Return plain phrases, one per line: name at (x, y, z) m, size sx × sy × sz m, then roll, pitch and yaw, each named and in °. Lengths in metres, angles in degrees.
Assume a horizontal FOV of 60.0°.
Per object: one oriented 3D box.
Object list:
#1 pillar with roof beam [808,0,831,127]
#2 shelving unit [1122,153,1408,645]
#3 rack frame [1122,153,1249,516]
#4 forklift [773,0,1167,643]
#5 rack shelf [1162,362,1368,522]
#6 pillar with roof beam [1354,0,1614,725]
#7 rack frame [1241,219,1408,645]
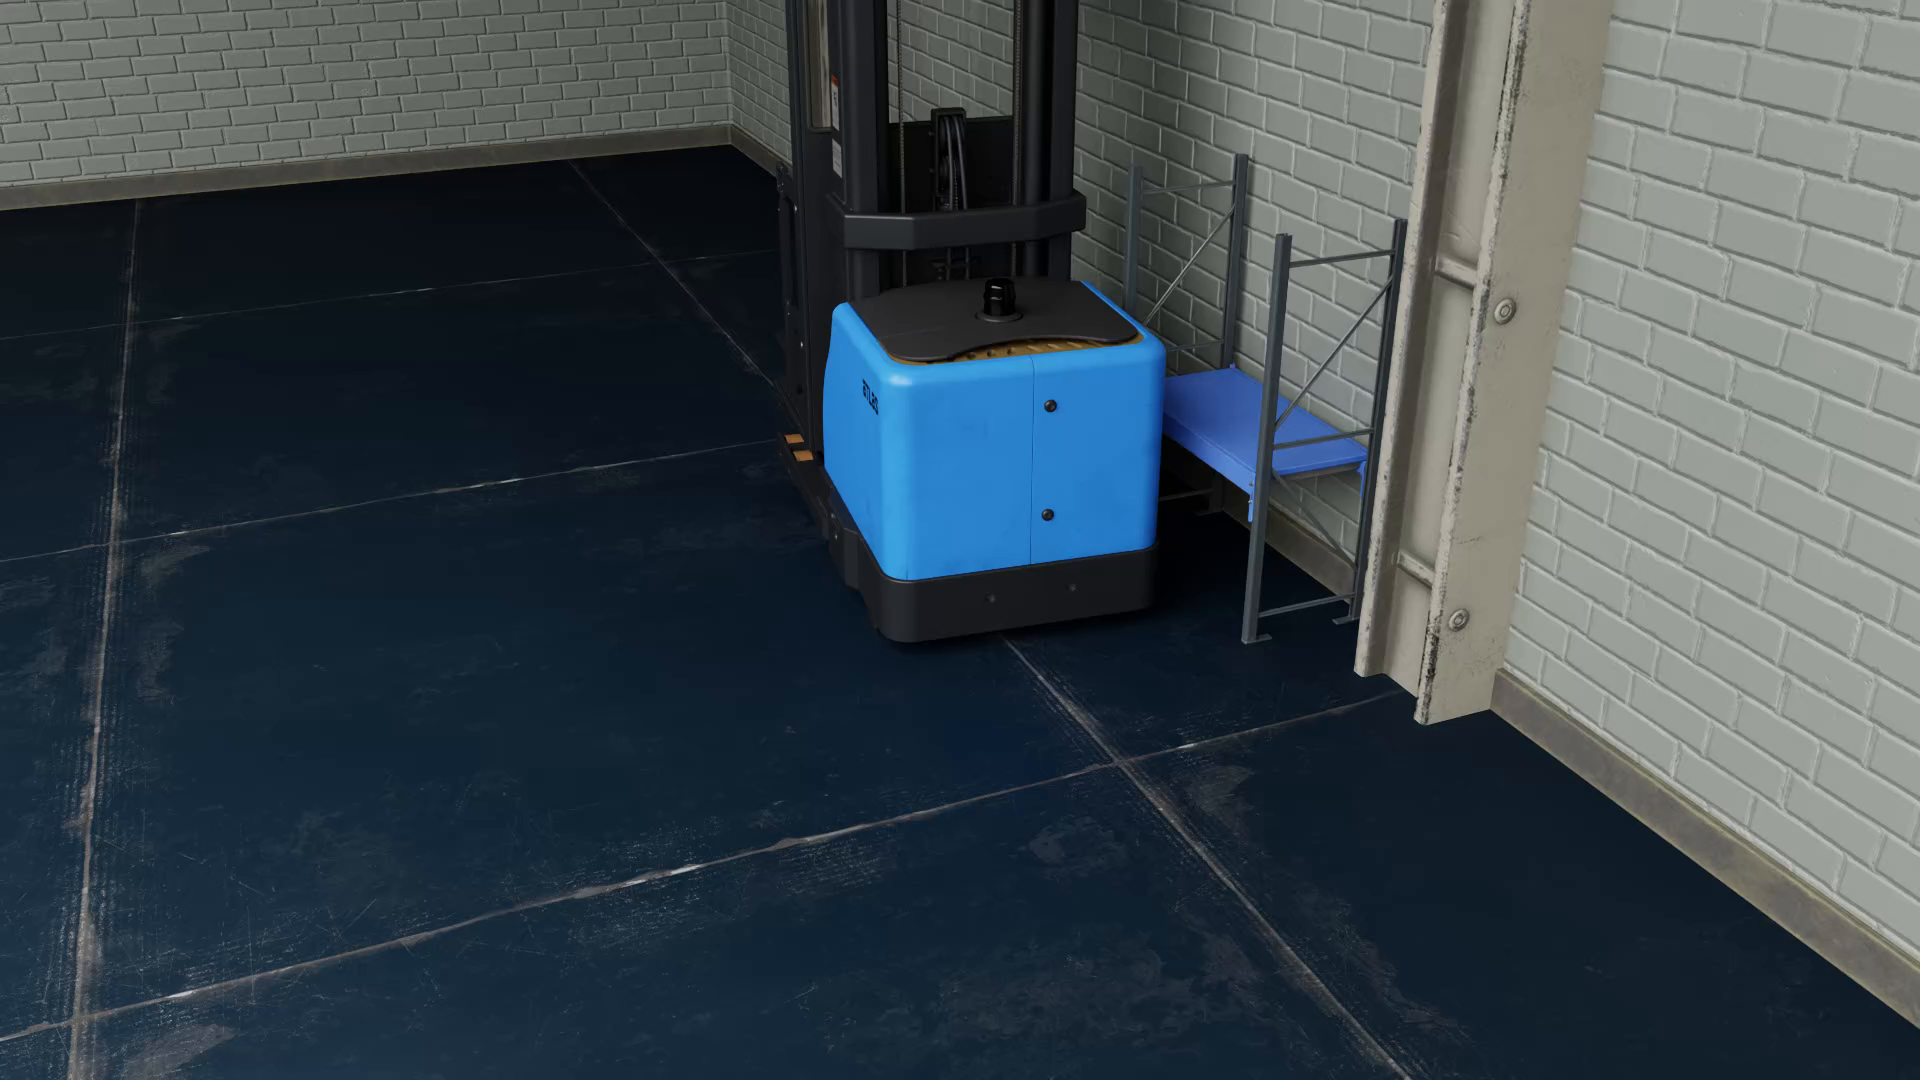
pillar with roof beam at (-4.717, -5.219, 7.183) m, size 9.100 × 9.000 × 0.400 m, roll -11°, pitch 28°, yaw -21°
shelving unit at (1.057, -0.551, 6.169) m, size 0.538 × 1.500 × 1.048 m, roll -10°, pitch 28°, yaw -20°
rack frame at (0.863, -0.757, 6.591) m, size 0.500 × 1.500 × 0.032 m, roll -10°, pitch 28°, yaw -20°
forklift at (-0.179, -1.582, 6.649) m, size 1.130 × 2.935 × 3.031 m, roll -7°, pitch 27°, yaw -15°
rack shelf at (1.057, -0.389, 6.248) m, size 0.538 × 0.185 × 1.000 m, roll -10°, pitch 28°, yaw -20°
pillar with roof beam at (-2.367, -2.797, 2.222) m, size 9.100 × 9.000 × 0.400 m, roll -11°, pitch 28°, yaw -21°
rack frame at (1.252, -0.345, 5.747) m, size 0.500 × 1.500 × 0.032 m, roll -10°, pitch 28°, yaw -20°
